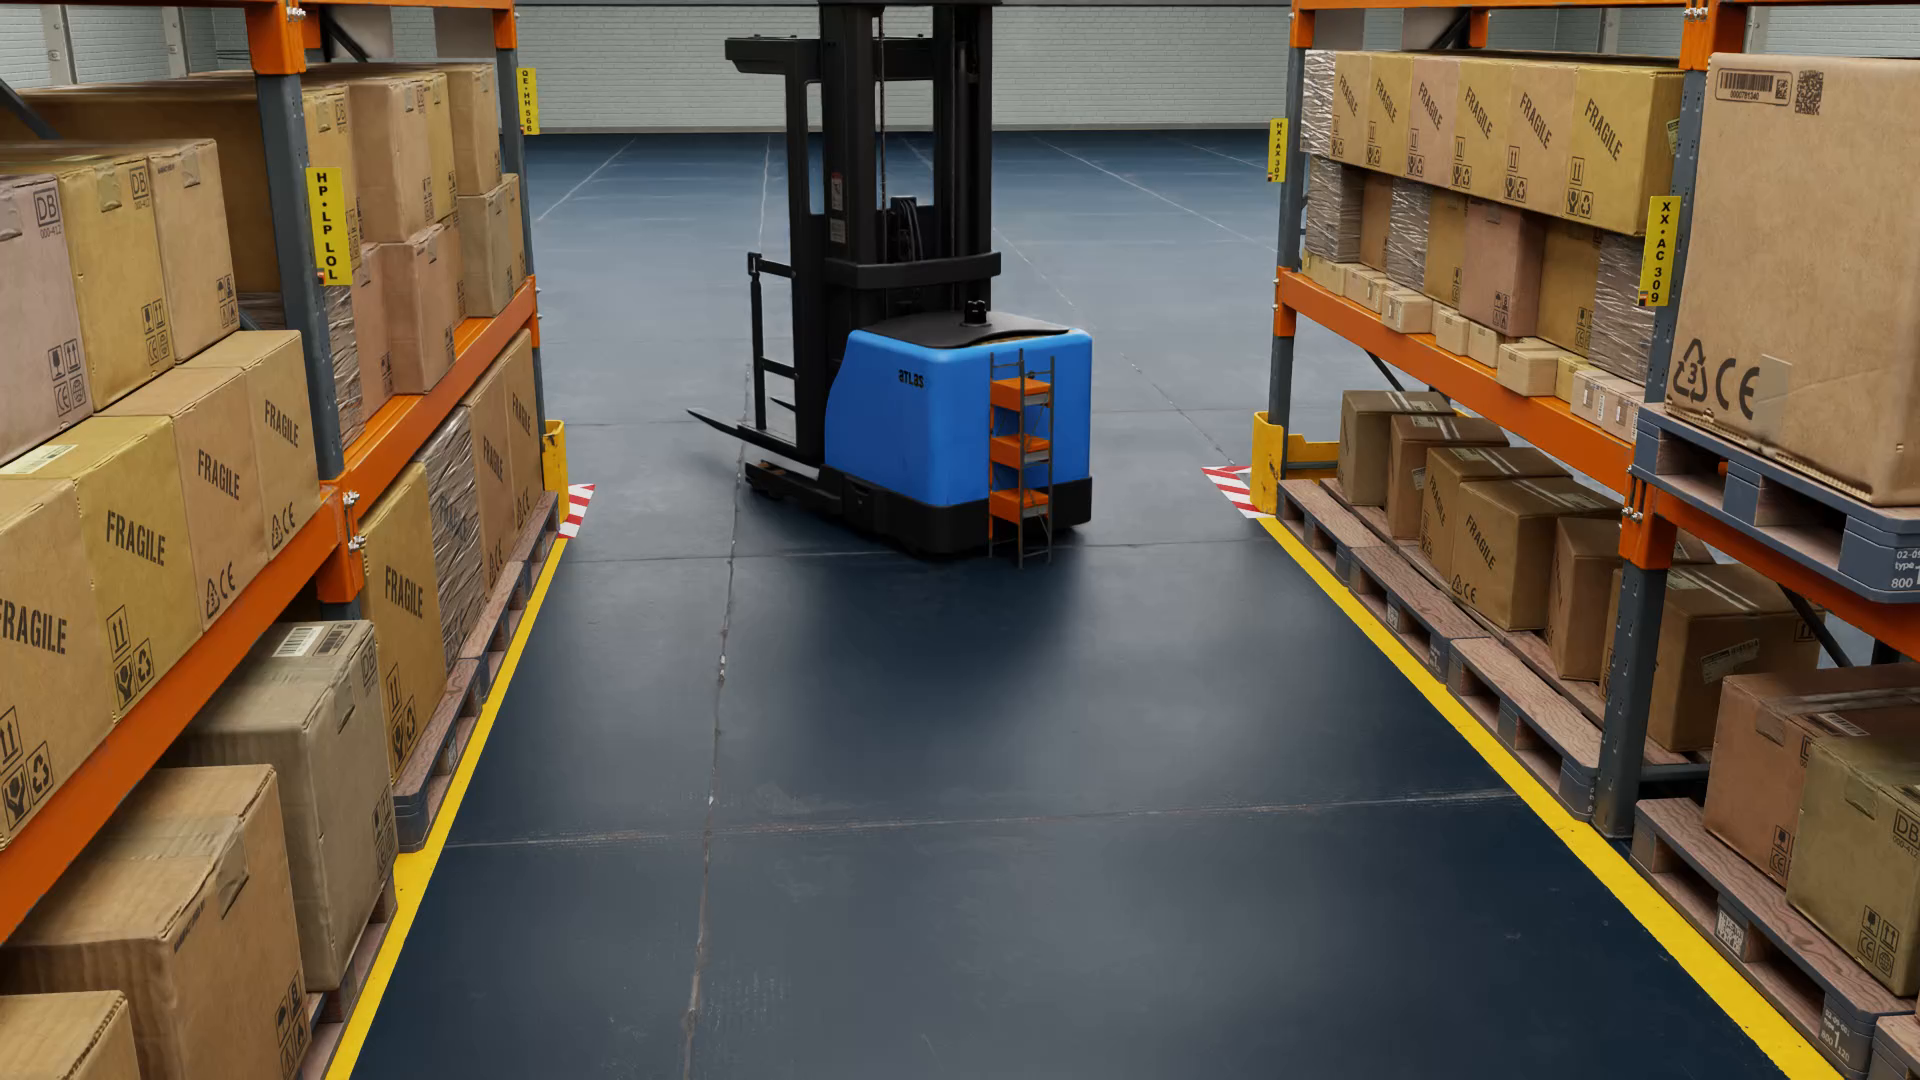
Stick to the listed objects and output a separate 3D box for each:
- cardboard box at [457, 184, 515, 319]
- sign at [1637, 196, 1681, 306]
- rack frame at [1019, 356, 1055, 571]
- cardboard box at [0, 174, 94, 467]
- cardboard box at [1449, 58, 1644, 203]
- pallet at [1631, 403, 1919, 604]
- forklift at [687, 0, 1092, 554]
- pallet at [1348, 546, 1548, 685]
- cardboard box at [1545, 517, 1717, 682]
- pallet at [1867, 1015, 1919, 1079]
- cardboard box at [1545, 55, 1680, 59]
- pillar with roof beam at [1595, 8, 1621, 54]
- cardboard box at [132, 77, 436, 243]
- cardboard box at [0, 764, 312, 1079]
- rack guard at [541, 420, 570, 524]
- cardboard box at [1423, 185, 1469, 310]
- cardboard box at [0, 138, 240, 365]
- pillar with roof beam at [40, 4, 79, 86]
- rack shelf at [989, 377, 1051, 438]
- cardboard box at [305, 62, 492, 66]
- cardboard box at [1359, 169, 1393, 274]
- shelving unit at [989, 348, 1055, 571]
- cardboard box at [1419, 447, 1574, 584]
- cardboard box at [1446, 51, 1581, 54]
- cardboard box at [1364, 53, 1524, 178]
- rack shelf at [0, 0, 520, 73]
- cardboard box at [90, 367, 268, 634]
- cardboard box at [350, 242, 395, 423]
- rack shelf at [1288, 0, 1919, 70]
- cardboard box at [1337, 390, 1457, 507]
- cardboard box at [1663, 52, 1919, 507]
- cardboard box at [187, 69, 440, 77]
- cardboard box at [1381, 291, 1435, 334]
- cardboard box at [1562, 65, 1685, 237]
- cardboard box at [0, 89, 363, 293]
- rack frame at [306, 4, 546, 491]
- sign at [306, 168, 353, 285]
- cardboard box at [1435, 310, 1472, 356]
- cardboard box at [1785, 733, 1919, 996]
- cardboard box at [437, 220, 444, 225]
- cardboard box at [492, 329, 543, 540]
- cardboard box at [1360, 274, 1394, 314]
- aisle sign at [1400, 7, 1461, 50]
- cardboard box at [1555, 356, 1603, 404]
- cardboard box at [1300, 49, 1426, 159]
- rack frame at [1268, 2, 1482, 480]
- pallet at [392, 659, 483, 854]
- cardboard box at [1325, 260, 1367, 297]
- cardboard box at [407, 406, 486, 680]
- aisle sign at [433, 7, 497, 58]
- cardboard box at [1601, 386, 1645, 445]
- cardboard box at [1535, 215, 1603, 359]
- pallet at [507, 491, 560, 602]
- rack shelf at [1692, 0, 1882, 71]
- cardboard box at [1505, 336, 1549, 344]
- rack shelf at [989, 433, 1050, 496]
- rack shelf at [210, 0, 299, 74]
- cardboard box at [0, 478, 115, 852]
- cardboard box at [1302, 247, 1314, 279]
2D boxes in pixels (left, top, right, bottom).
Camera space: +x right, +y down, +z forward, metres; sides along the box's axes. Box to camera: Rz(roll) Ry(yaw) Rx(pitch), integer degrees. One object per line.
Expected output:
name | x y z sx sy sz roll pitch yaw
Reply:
cardboard box | -2.563 -1.336 7.673 0.875 0.550 0.550 -2 18 -6
sign | 2.093 -0.862 4.969 0.100 0.325 0.005 -2 18 -6
rack frame | 0.373 -0.365 8.087 0.200 1.050 0.008 -12 21 -34
cardboard box | -2.148 -0.418 3.164 0.700 0.500 0.500 -2 18 -5
cardboard box | 2.208 -1.558 6.299 0.500 0.500 0.500 -2 18 -6
pallet | 2.566 -0.144 4.448 1.003 0.211 1.213 -2 18 -6
forklift | -0.579 -1.710 9.230 1.130 2.935 3.031 -12 21 -34
pallet | 2.398 0.299 7.371 1.003 0.211 1.213 -2 18 -6
cardboard box | 2.564 0.234 6.397 0.500 0.500 0.500 4 18 12
pallet | 2.842 1.459 3.678 1.003 0.211 1.213 -2 18 -6
cardboard box | 2.671 -1.723 6.824 0.500 0.500 0.500 -2 18 -6
pillar with roof beam | 10.556 -13.604 36.986 9.100 9.000 0.400 -2 18 -6
cardboard box | -2.407 -1.368 5.973 0.875 0.550 0.550 -2 18 -6
cardboard box | -2.063 0.998 3.545 1.050 0.750 0.750 -2 18 -6
rack guard | -2.727 -0.351 8.960 1.175 0.500 0.348 -2 18 -6
cardboard box | 2.468 -1.240 6.954 0.875 0.500 0.500 -2 18 -6
cardboard box | -2.255 -0.722 4.132 0.700 0.500 0.500 -2 18 -7
pillar with roof beam | -11.593 -11.109 29.040 9.100 9.000 0.400 -2 18 -6
rack shelf | 0.300 -0.655 8.099 0.215 0.259 0.240 -12 21 -34
cardboard box | -2.725 -2.011 8.023 0.875 0.550 0.550 -2 18 -6
cardboard box | 2.419 -1.539 7.908 0.875 0.500 0.500 -2 18 -6
shelving unit | 0.300 -0.394 8.181 0.215 1.050 0.252 -12 21 -34
cardboard box | 2.408 -0.117 7.513 0.500 0.500 0.500 0 17 0
cardboard box | 2.579 -2.021 7.774 0.500 0.500 0.500 -2 18 -6
cardboard box | 2.102 -1.856 7.248 0.500 0.500 0.500 -2 18 -6
rack shelf | -2.519 -2.028 6.324 1.077 0.370 4.000 -2 18 -6
cardboard box | -1.940 -0.095 3.804 0.500 0.500 0.500 -2 18 -6
cardboard box | -2.441 -0.689 5.613 0.875 0.550 0.550 -2 18 -6
rack shelf | 2.425 -2.152 6.716 1.077 0.370 4.000 -2 18 -6
cardboard box | 2.267 -0.481 8.673 0.500 0.500 0.500 1 17 5
cardboard box | 2.574 -0.713 4.239 1.000 1.000 1.000 -2 18 -5
cardboard box | -2.654 -1.679 6.965 0.875 0.550 0.550 -2 18 -6
cardboard box | 2.070 -0.997 7.266 0.380 0.149 0.250 -2 18 -6
cardboard box | 2.312 -1.260 5.350 0.500 0.500 0.500 -2 18 -6
cardboard box | -2.316 -1.042 4.936 0.875 0.550 0.550 -2 18 -6
rack frame | -2.725 -1.536 8.563 1.000 3.000 0.127 -2 18 -6
sign | -1.774 -0.879 4.668 0.100 0.325 0.005 -2 18 -6
cardboard box | 2.177 -0.850 6.797 0.380 0.149 0.250 -2 18 -6
cardboard box | 2.704 0.841 4.428 0.700 0.500 0.500 -2 18 -6
cardboard box | -2.534 -1.008 6.630 0.875 0.550 0.500 -2 18 -6
cardboard box | -2.589 -0.523 8.181 0.875 0.875 0.875 -2 18 -5
cardboard box | 2.094 -1.149 7.748 0.380 0.149 0.250 -2 18 -6
aisle sign | 2.511 -2.928 8.654 0.394 0.787 0.004 -2 18 -6
cardboard box | 2.335 -0.554 5.853 0.380 0.149 0.250 -2 18 -6
cardboard box | 2.005 -2.154 8.197 0.500 0.500 0.500 -2 18 -6
rack frame | 2.219 -1.660 8.955 1.000 3.000 0.127 -2 18 -6
pallet | -2.313 0.757 5.914 1.003 0.211 1.213 -2 18 -6
cardboard box | 2.029 -1.297 8.221 0.380 0.149 0.250 -2 18 -6
cardboard box | -2.404 0.011 6.481 0.875 0.875 0.875 -2 18 -5
aisle sign | -2.434 -2.807 8.271 0.394 0.787 0.004 -2 18 -6
cardboard box | 2.317 -0.403 5.372 0.380 0.149 0.250 -2 18 -6
cardboard box | 2.630 -0.943 6.011 0.875 0.500 0.500 -2 18 -6
pallet | -2.565 0.030 8.230 1.003 0.211 1.213 -2 18 -6
rack shelf | 2.838 -0.960 2.920 1.077 0.370 4.000 -2 18 -6
cardboard box | 2.303 -0.704 6.330 0.380 0.149 0.250 -2 18 -6
rack shelf | 0.300 -0.384 8.184 0.215 0.259 0.240 -12 21 -34
rack shelf | -2.106 -0.837 2.528 1.077 0.370 4.000 -2 18 -6
cardboard box | -1.834 0.207 2.843 0.500 0.500 0.500 -2 18 -6
cardboard box | 2.011 -1.447 8.699 0.380 0.149 0.250 -2 18 -6
